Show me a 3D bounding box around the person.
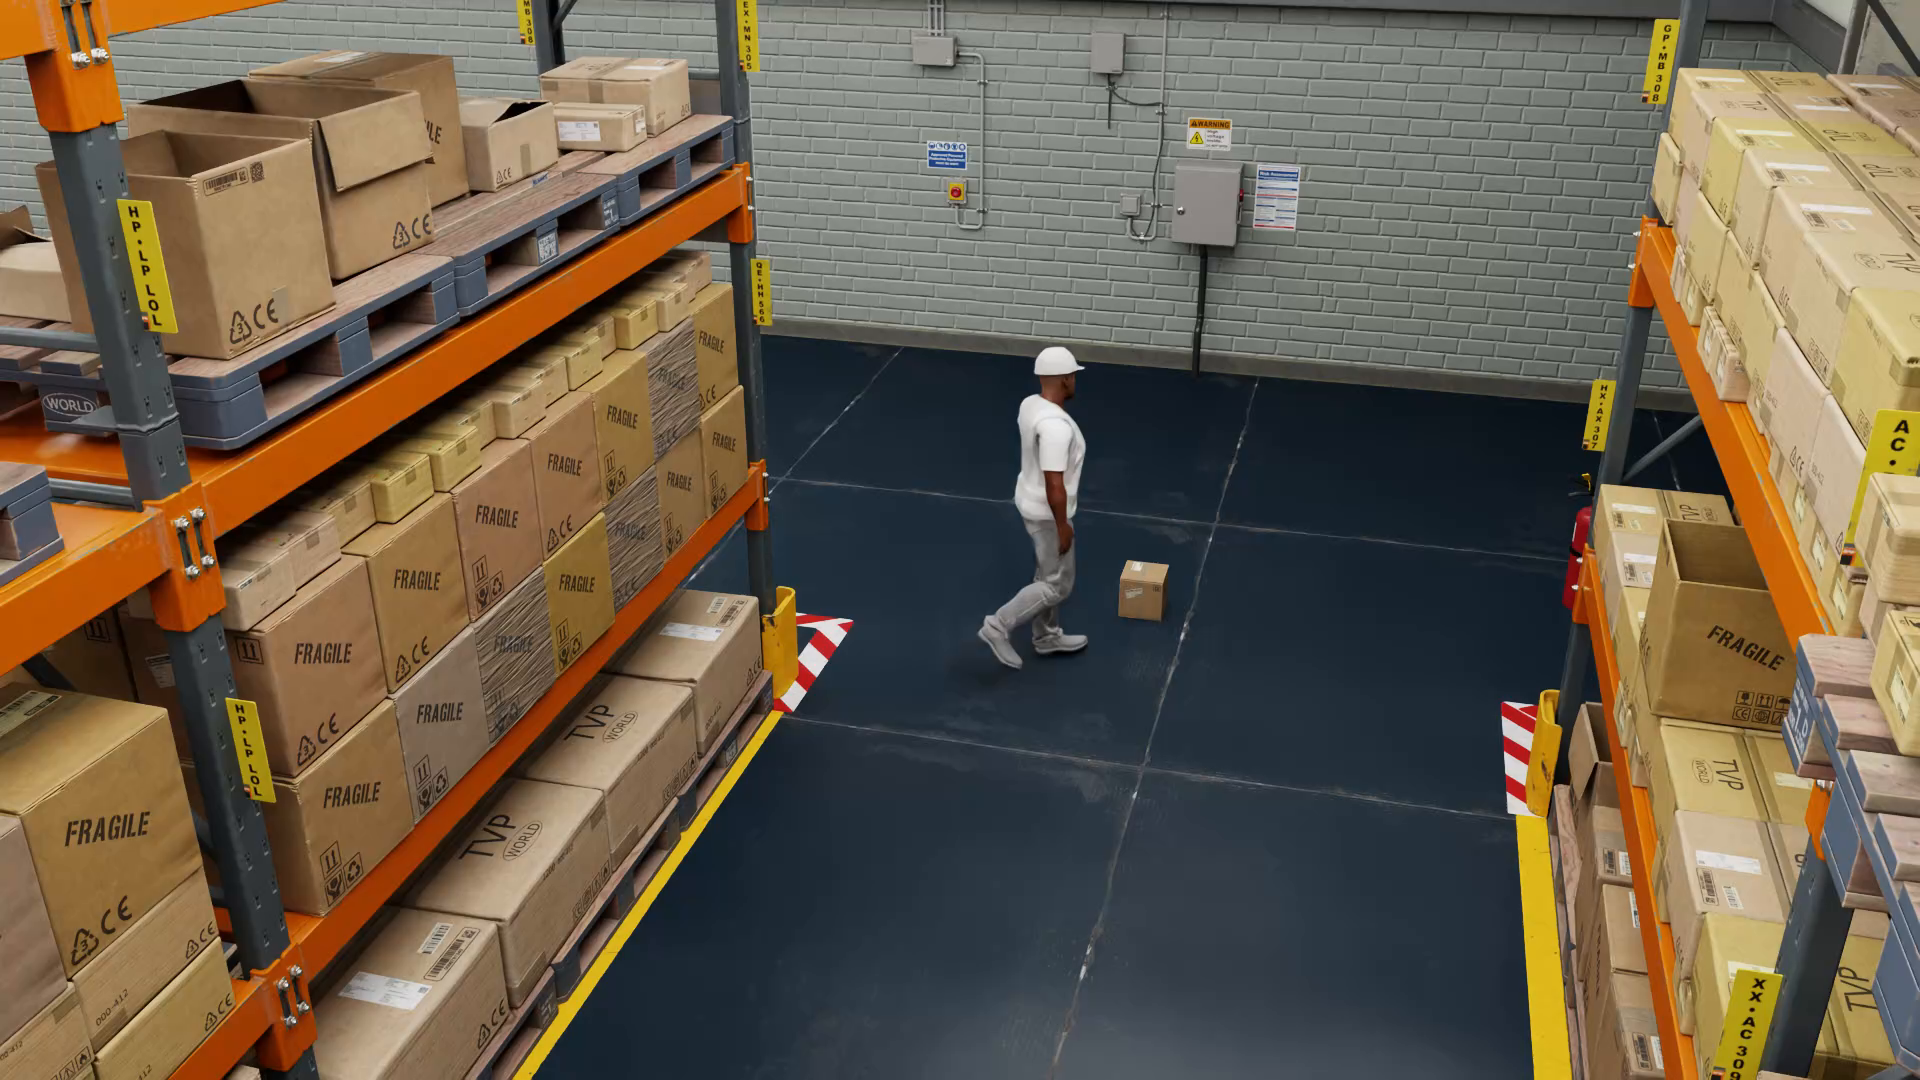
[{"bbox_3d":[0.404,-0.156,8.878,0.654,1.766,0.599,-3,25,-6],"label":"person"}]
